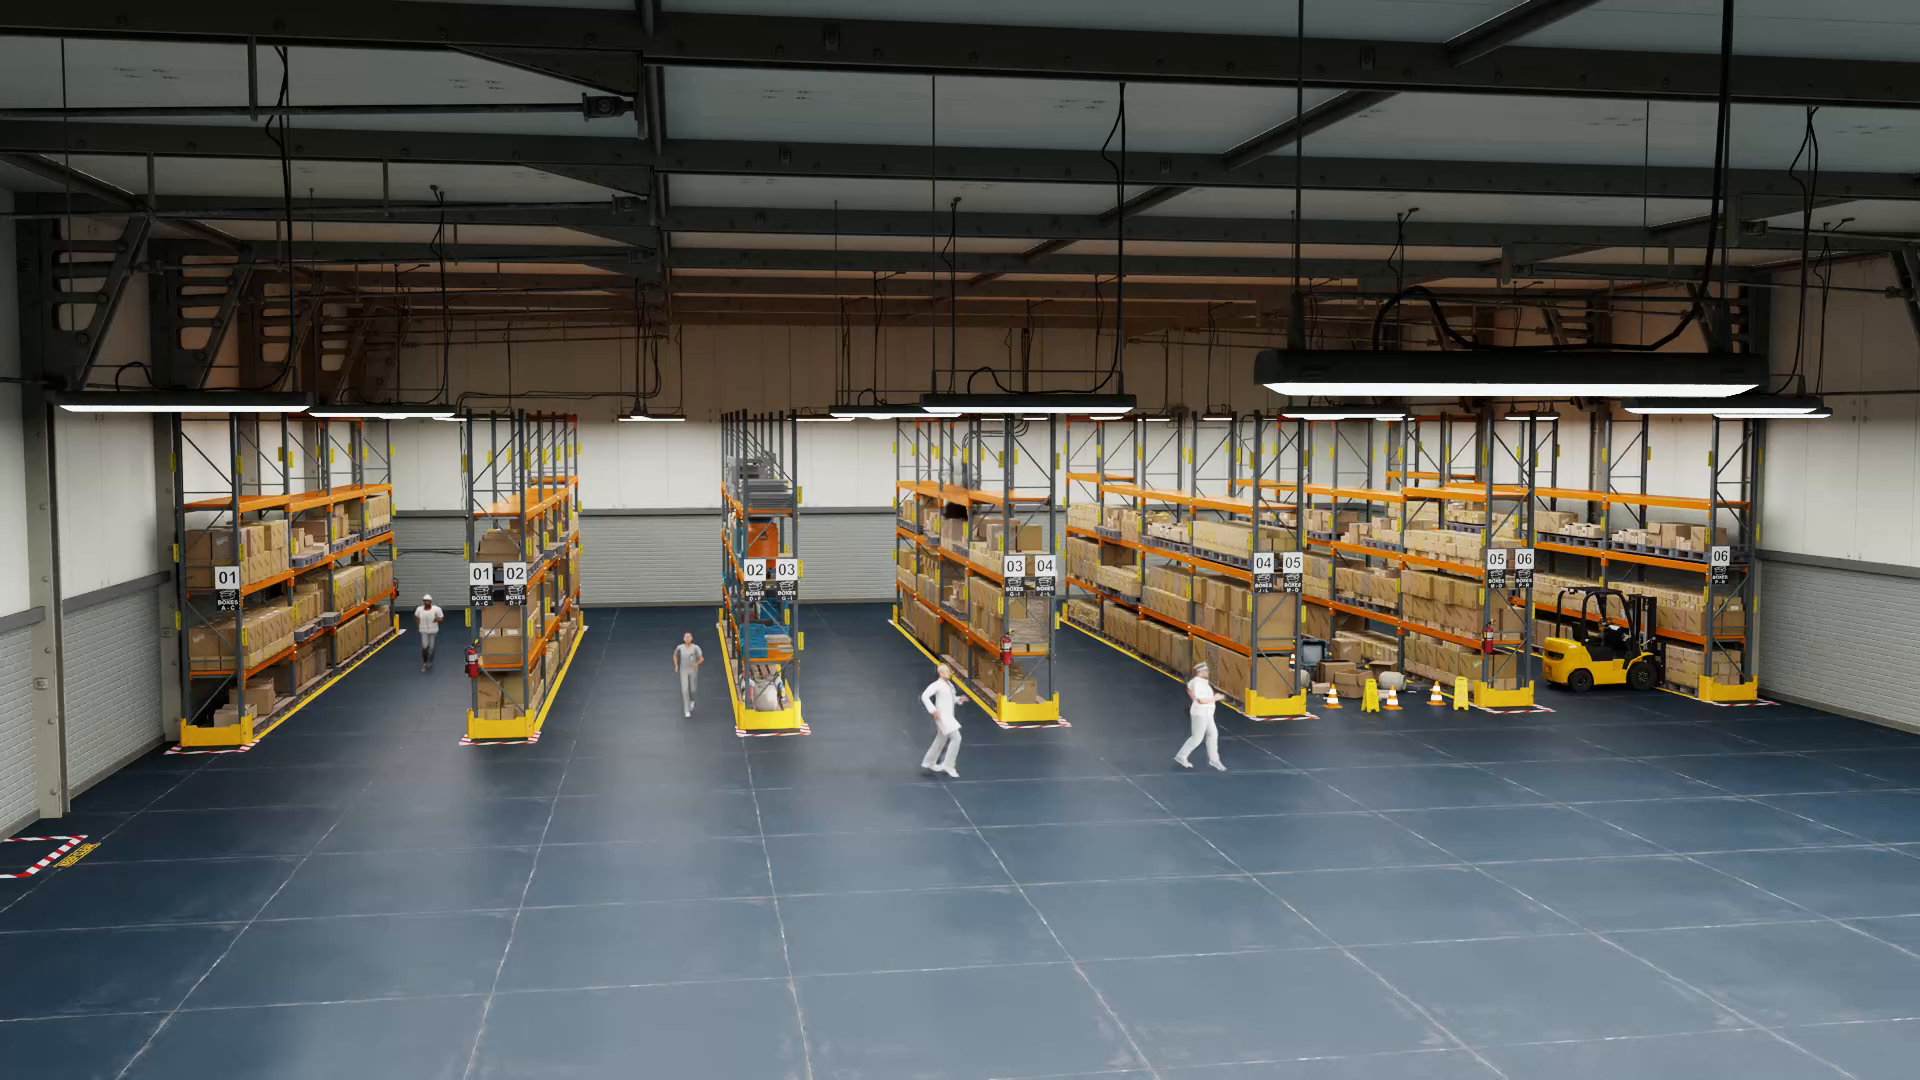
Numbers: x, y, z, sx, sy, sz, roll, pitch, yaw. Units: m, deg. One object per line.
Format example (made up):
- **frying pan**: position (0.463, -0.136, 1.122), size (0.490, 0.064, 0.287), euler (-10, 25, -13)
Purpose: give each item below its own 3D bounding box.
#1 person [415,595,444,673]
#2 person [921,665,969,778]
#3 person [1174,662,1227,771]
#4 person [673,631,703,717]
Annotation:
- **person**: position (-12.298, 2.173, 38.552), size (0.660, 1.828, 0.755), euler (-1, 4, -14)
- **person**: position (-0.251, 2.952, 27.089), size (0.820, 1.843, 0.674), euler (1, 4, 14)
- **person**: position (3.978, 2.911, 27.436), size (0.850, 1.828, 0.648), euler (1, 4, 16)
- **person**: position (-5.343, 2.606, 32.676), size (0.592, 1.647, 0.907), euler (-1, 4, -8)
